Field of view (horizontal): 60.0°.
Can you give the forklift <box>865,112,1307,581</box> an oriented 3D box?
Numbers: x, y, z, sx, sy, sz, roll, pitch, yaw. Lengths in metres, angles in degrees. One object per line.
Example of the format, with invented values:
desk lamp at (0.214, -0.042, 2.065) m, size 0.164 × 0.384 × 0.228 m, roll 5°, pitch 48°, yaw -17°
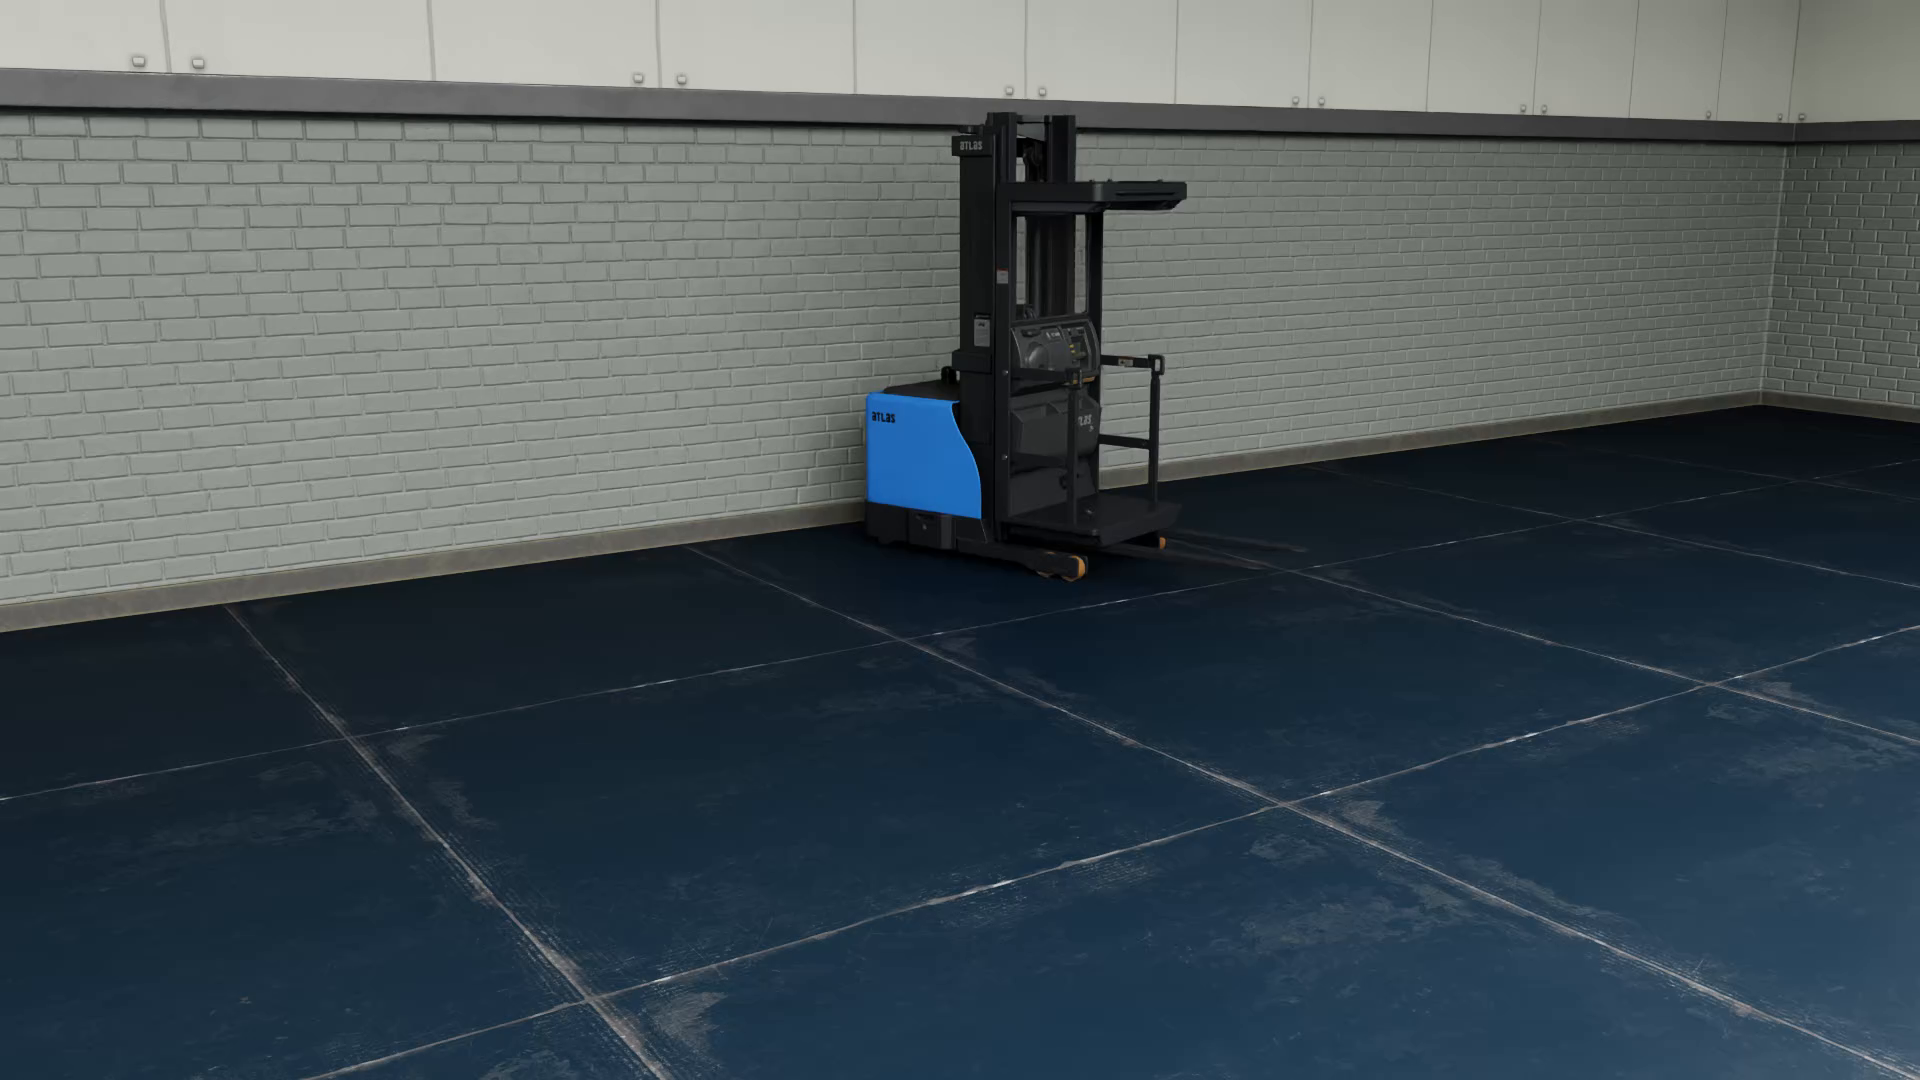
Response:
forklift at (0.804, -1.295, 10.922) m, size 3.031 × 2.935 × 1.130 m, roll 9°, pitch 15°, yaw 37°
